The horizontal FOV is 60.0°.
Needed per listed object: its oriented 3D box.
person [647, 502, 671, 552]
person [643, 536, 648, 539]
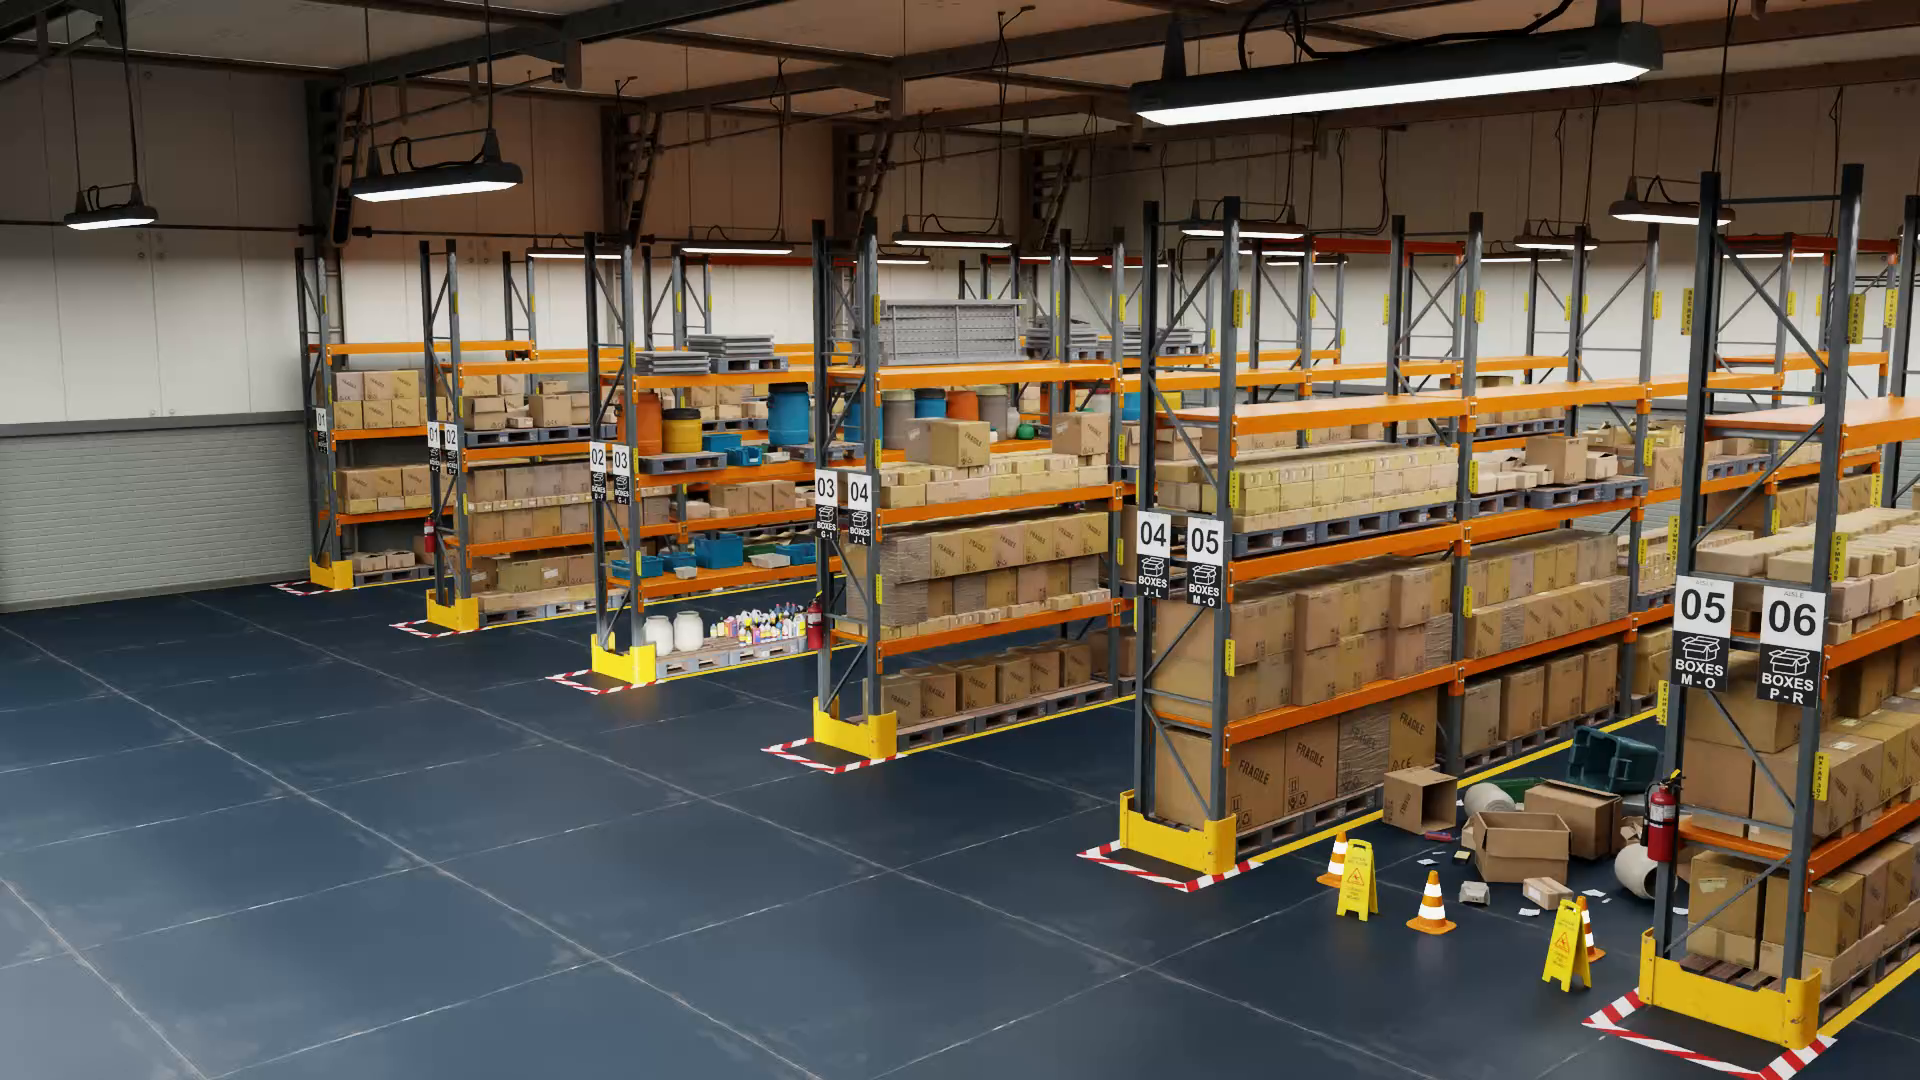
[{"bbox_3d":[-5.536,-0.177,30.831,0.682,1.702,0.605,7,11,41],"label":"person"},{"bbox_3d":[-6.025,-0.328,31.616,0.940,1.746,0.669,-6,11,-37],"label":"person"}]
